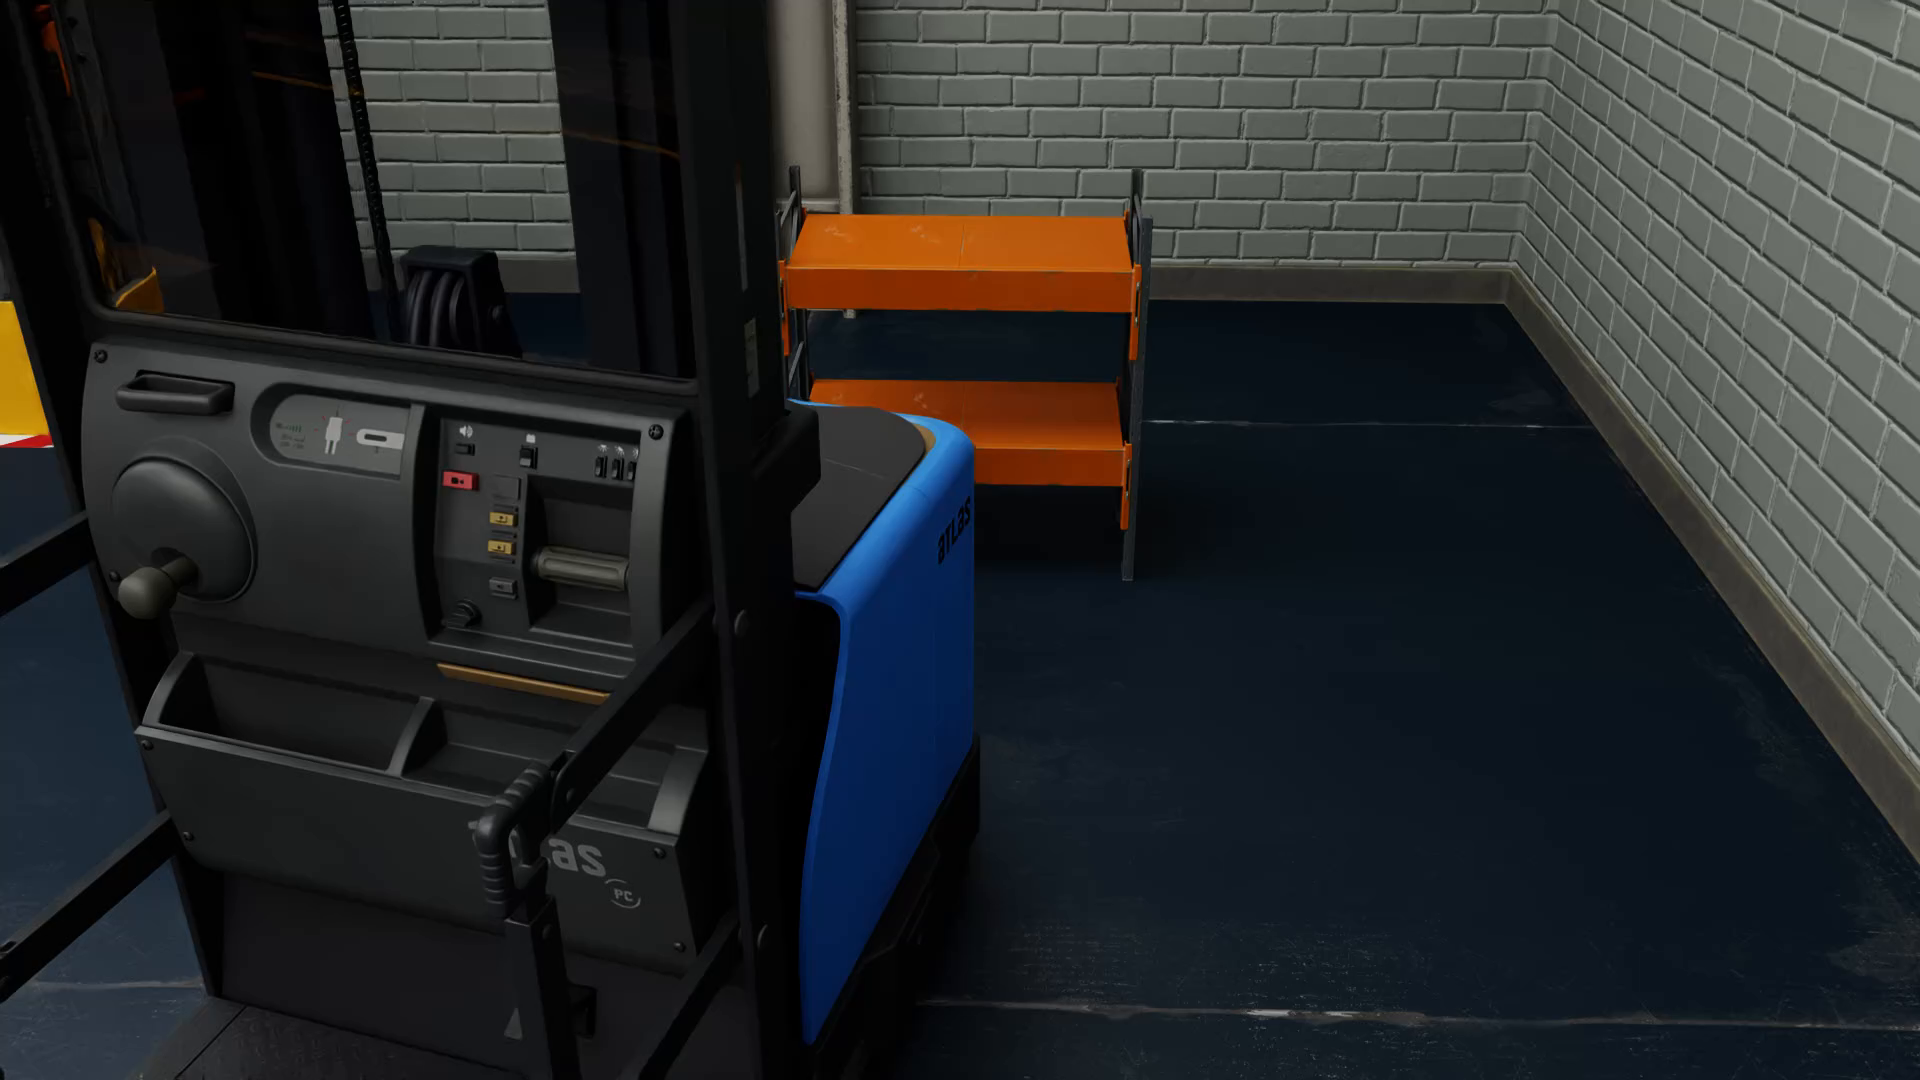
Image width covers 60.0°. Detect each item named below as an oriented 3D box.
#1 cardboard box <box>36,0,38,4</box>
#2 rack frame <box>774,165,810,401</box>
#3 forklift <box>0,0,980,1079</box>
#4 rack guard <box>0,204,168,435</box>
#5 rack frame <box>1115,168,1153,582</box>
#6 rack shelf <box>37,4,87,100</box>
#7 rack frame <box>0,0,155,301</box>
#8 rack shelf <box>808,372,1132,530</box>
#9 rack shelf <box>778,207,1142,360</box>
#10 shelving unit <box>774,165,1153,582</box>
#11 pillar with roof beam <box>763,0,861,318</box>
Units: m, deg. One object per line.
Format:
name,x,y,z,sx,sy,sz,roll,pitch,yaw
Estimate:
cardboard box,-3.866,-2.113,5.713,0.700,0.700,0.980,2,28,4
rack frame,-0.501,-0.505,5.002,0.032,1.125,0.500,1,28,2
forklift,-0.884,-0.003,2.126,1.130,2.935,3.031,8,29,15
rack guard,-3.332,-0.872,6.360,0.348,0.500,1.175,1,28,2
rack frame,0.515,-0.488,4.970,0.032,1.125,0.500,1,28,2
rack shelf,-5.355,-1.692,6.007,4.000,0.370,1.077,1,28,2
rack frame,-3.356,-1.976,5.776,0.127,3.000,1.000,1,28,2
rack shelf,0.007,-0.281,5.101,1.000,0.278,0.538,1,28,2
rack shelf,0.007,-0.755,4.849,1.000,0.278,0.538,1,28,2
shelving unit,0.007,-0.497,4.986,1.048,1.125,0.538,1,28,2
pillar with roof beam,-0.779,-2.972,1.249,0.400,9.000,9.100,1,28,2
